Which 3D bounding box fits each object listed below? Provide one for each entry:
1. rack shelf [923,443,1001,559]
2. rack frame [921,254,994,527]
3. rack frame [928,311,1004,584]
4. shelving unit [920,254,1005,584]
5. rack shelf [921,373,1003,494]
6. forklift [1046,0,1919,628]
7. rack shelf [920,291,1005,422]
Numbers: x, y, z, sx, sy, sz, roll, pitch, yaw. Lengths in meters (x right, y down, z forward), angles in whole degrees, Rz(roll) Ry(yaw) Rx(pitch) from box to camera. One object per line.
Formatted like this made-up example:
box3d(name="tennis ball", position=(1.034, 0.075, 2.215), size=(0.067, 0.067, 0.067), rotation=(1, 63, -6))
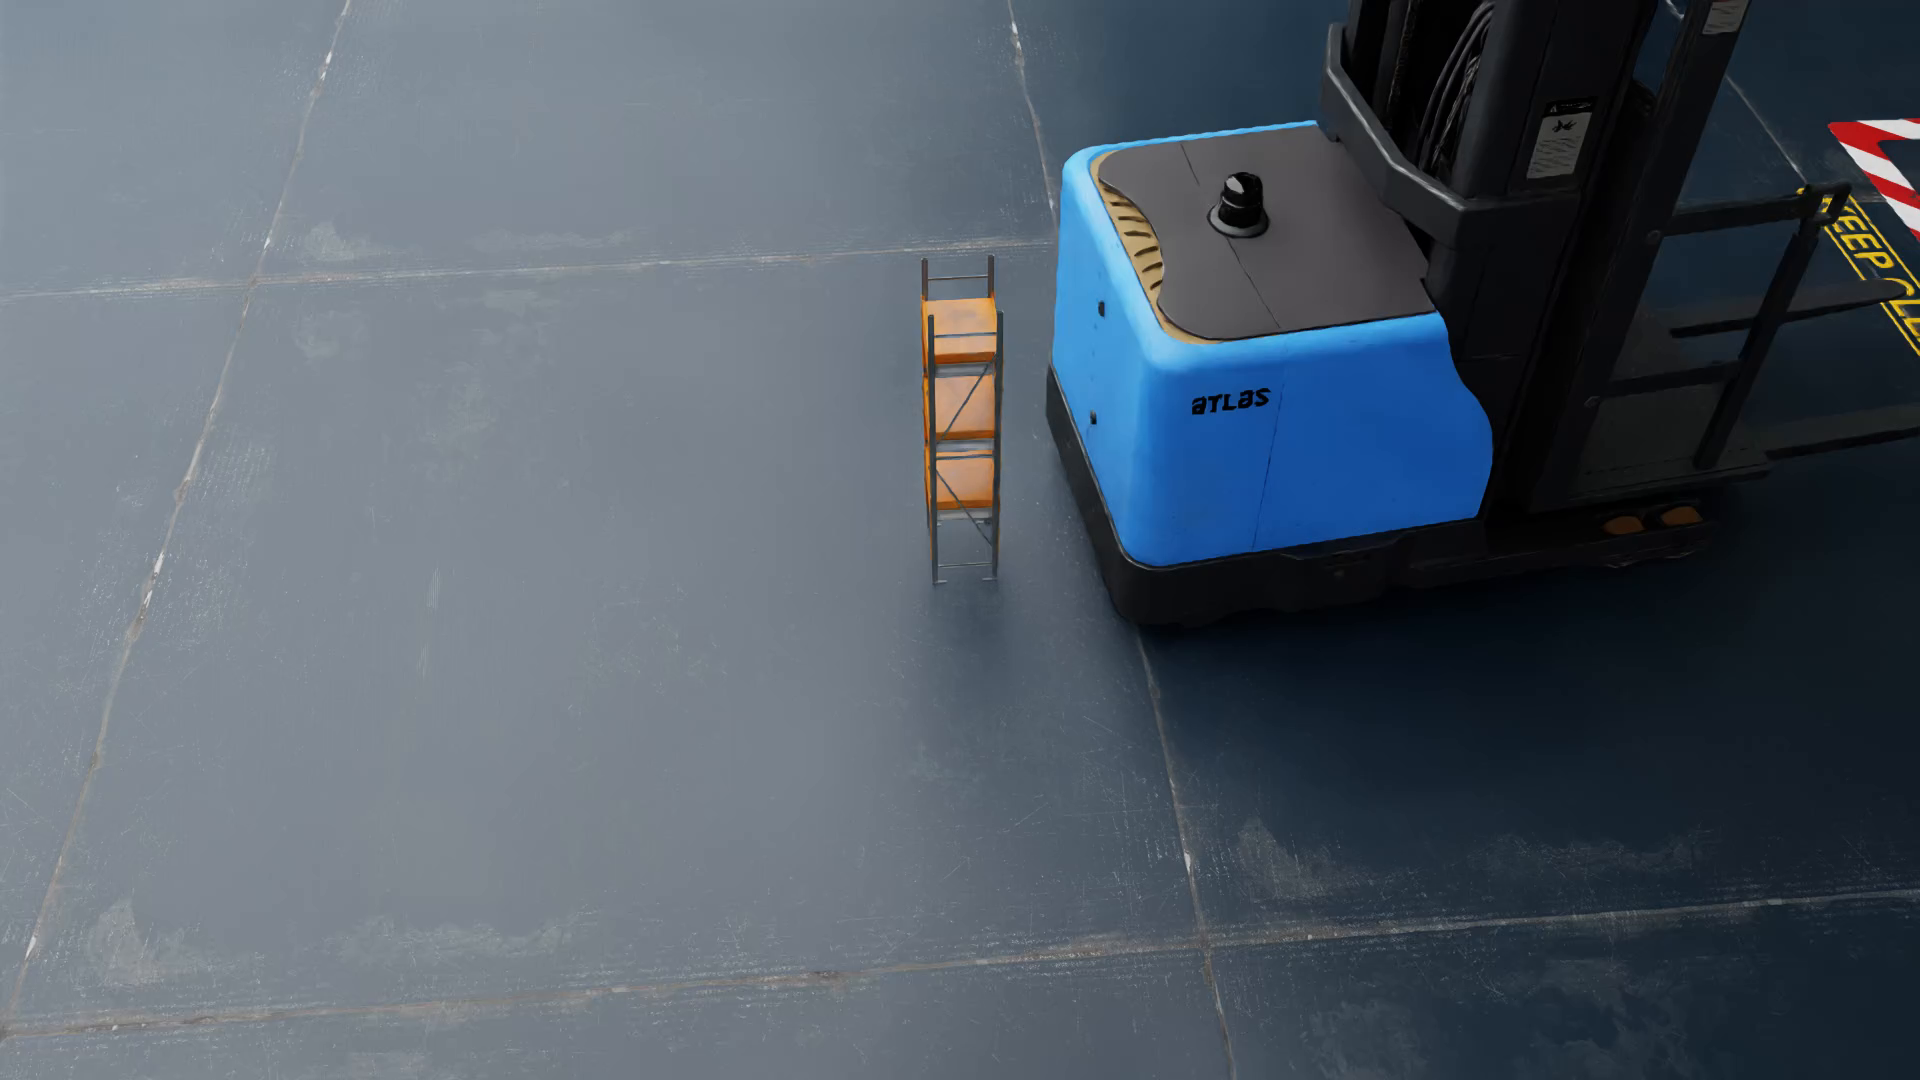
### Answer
box3d(name="rack shelf", position=(0.004, -0.124, 5.042), size=(0.215, 0.259, 0.240), rotation=(-3, 47, -3))
box3d(name="rack frame", position=(-0.006, -0.411, 4.916), size=(0.200, 1.050, 0.008), rotation=(-3, 47, -3))
box3d(name="rack frame", position=(0.015, -0.234, 4.749), size=(0.200, 1.050, 0.008), rotation=(-3, 47, -3))
box3d(name="shelving unit", position=(0.004, -0.322, 4.832), size=(0.215, 1.050, 0.252), rotation=(-3, 47, -3))
box3d(name="rack shelf", position=(0.004, -0.315, 4.840), size=(0.215, 0.259, 0.240), rotation=(-3, 47, -3))
box3d(name="forklift", position=(1.857, -1.291, 4.454), size=(3.031, 2.935, 1.130), rotation=(-9, 47, -8))
box3d(name="rack shelf", position=(0.004, -0.510, 4.634), size=(0.215, 0.259, 0.240), rotation=(-3, 47, -3))
